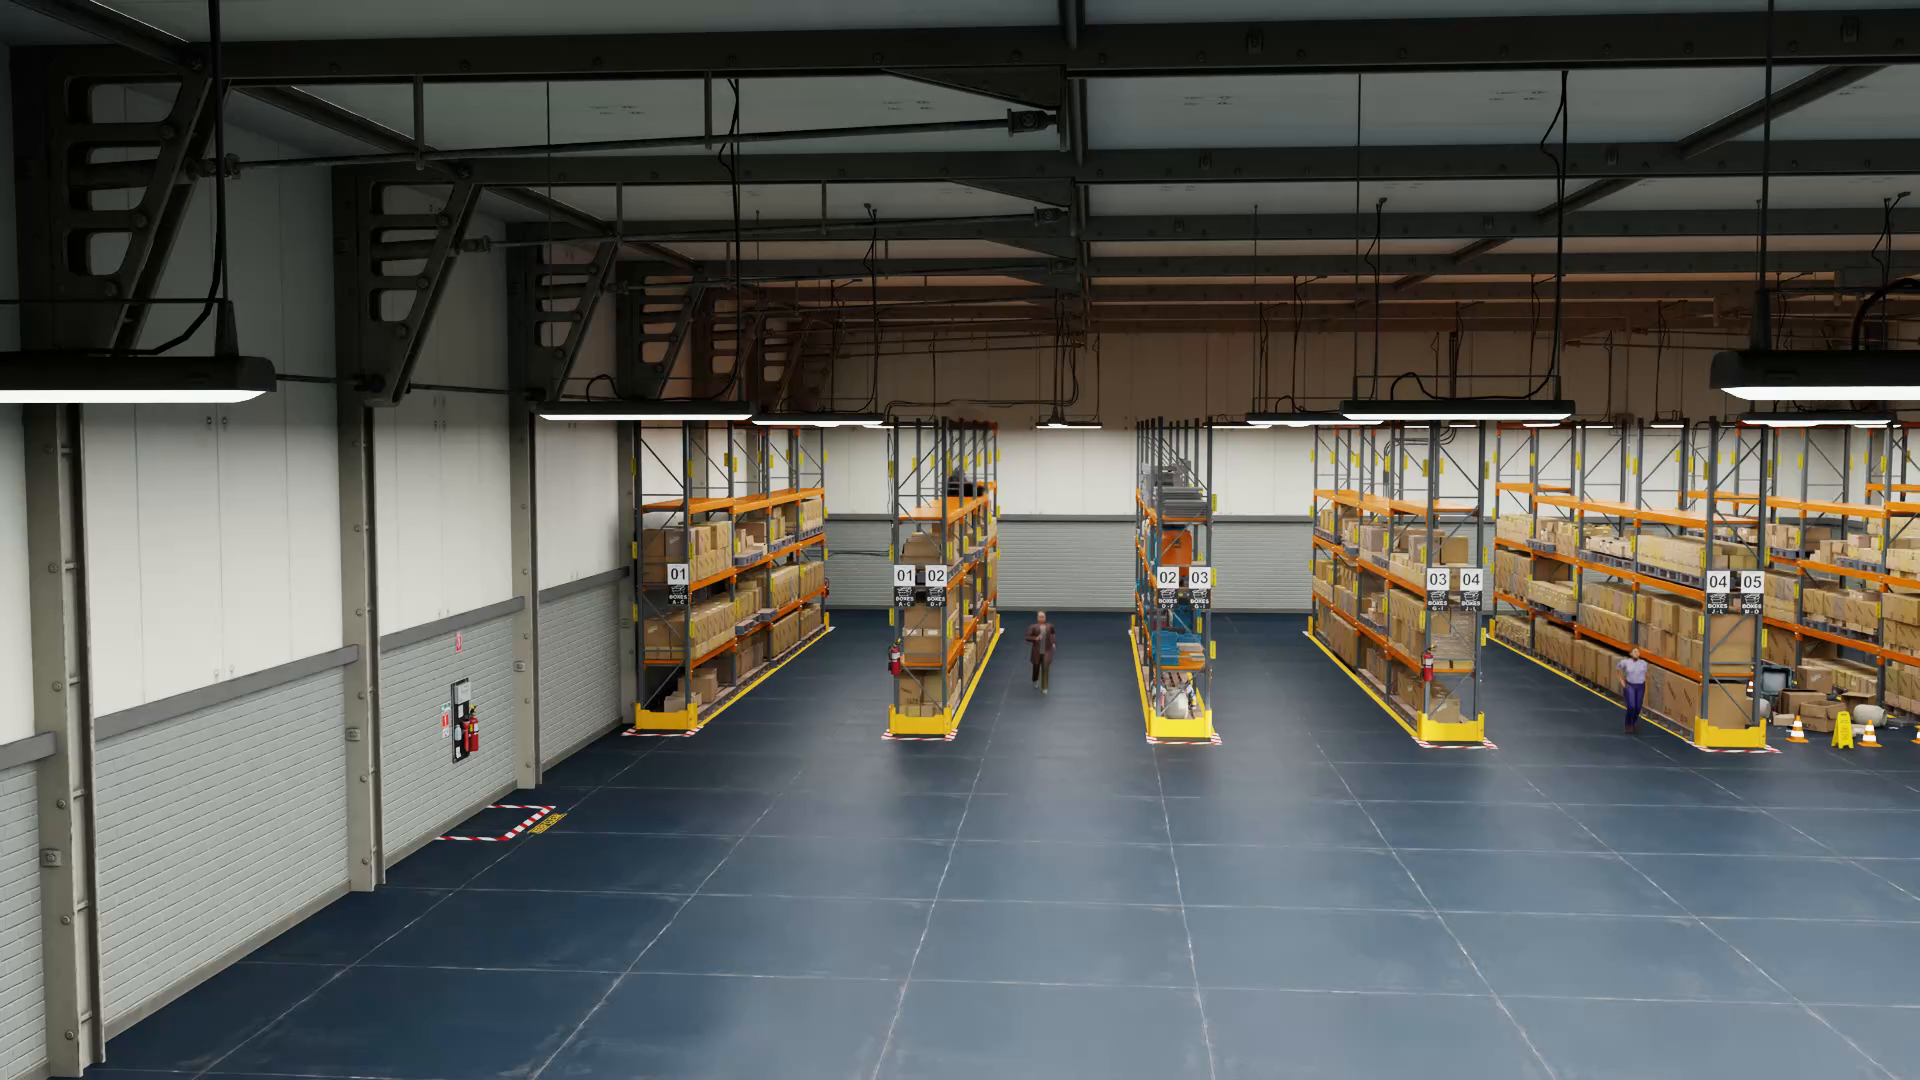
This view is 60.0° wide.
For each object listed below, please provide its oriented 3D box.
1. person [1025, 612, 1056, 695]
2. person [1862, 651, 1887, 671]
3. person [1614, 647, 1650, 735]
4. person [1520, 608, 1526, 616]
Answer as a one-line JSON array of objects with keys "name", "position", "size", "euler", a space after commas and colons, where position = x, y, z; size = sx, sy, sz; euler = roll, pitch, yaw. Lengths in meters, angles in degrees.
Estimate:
[{"name": "person", "position": [1.764, 2.435, 36.167], "size": [0.705, 1.754, 1.057], "euler": [0, 4, -5]}, {"name": "person", "position": [21.652, 2.241, 39.361], "size": [0.694, 1.766, 0.965], "euler": [0, 4, 7]}, {"name": "person", "position": [12.767, 2.864, 31.487], "size": [0.586, 1.660, 0.659], "euler": [0, 4, 1]}, {"name": "person", "position": [16.108, 1.774, 47.317], "size": [0.557, 1.722, 0.704], "euler": [3, 5, 42]}]
